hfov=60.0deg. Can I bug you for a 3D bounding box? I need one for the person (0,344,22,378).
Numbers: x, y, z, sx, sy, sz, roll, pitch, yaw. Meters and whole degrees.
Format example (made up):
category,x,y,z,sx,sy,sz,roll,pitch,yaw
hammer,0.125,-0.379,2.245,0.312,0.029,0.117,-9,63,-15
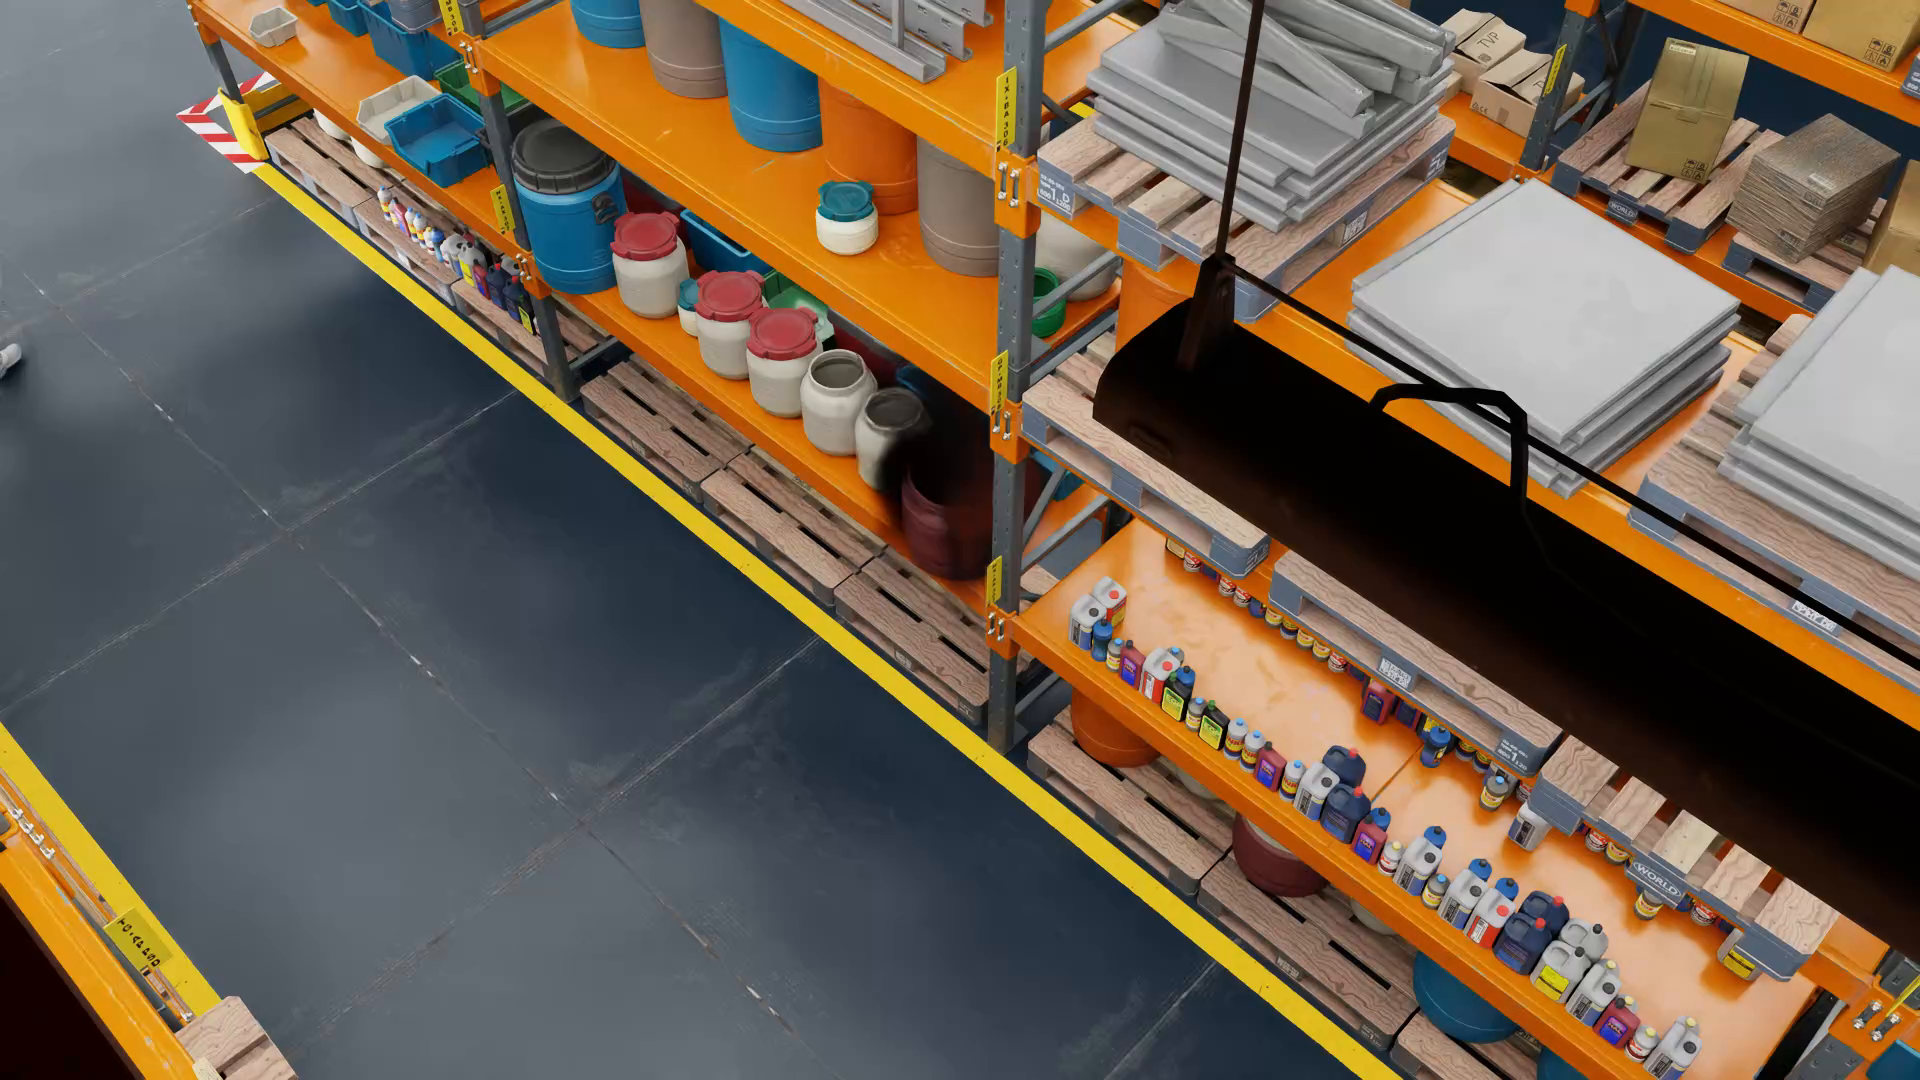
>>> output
category,x,y,z,sx,sy,sz,roll,pitch,yaw
person,-6.610,-1.765,10.695,0.612,1.790,0.404,20,53,16
